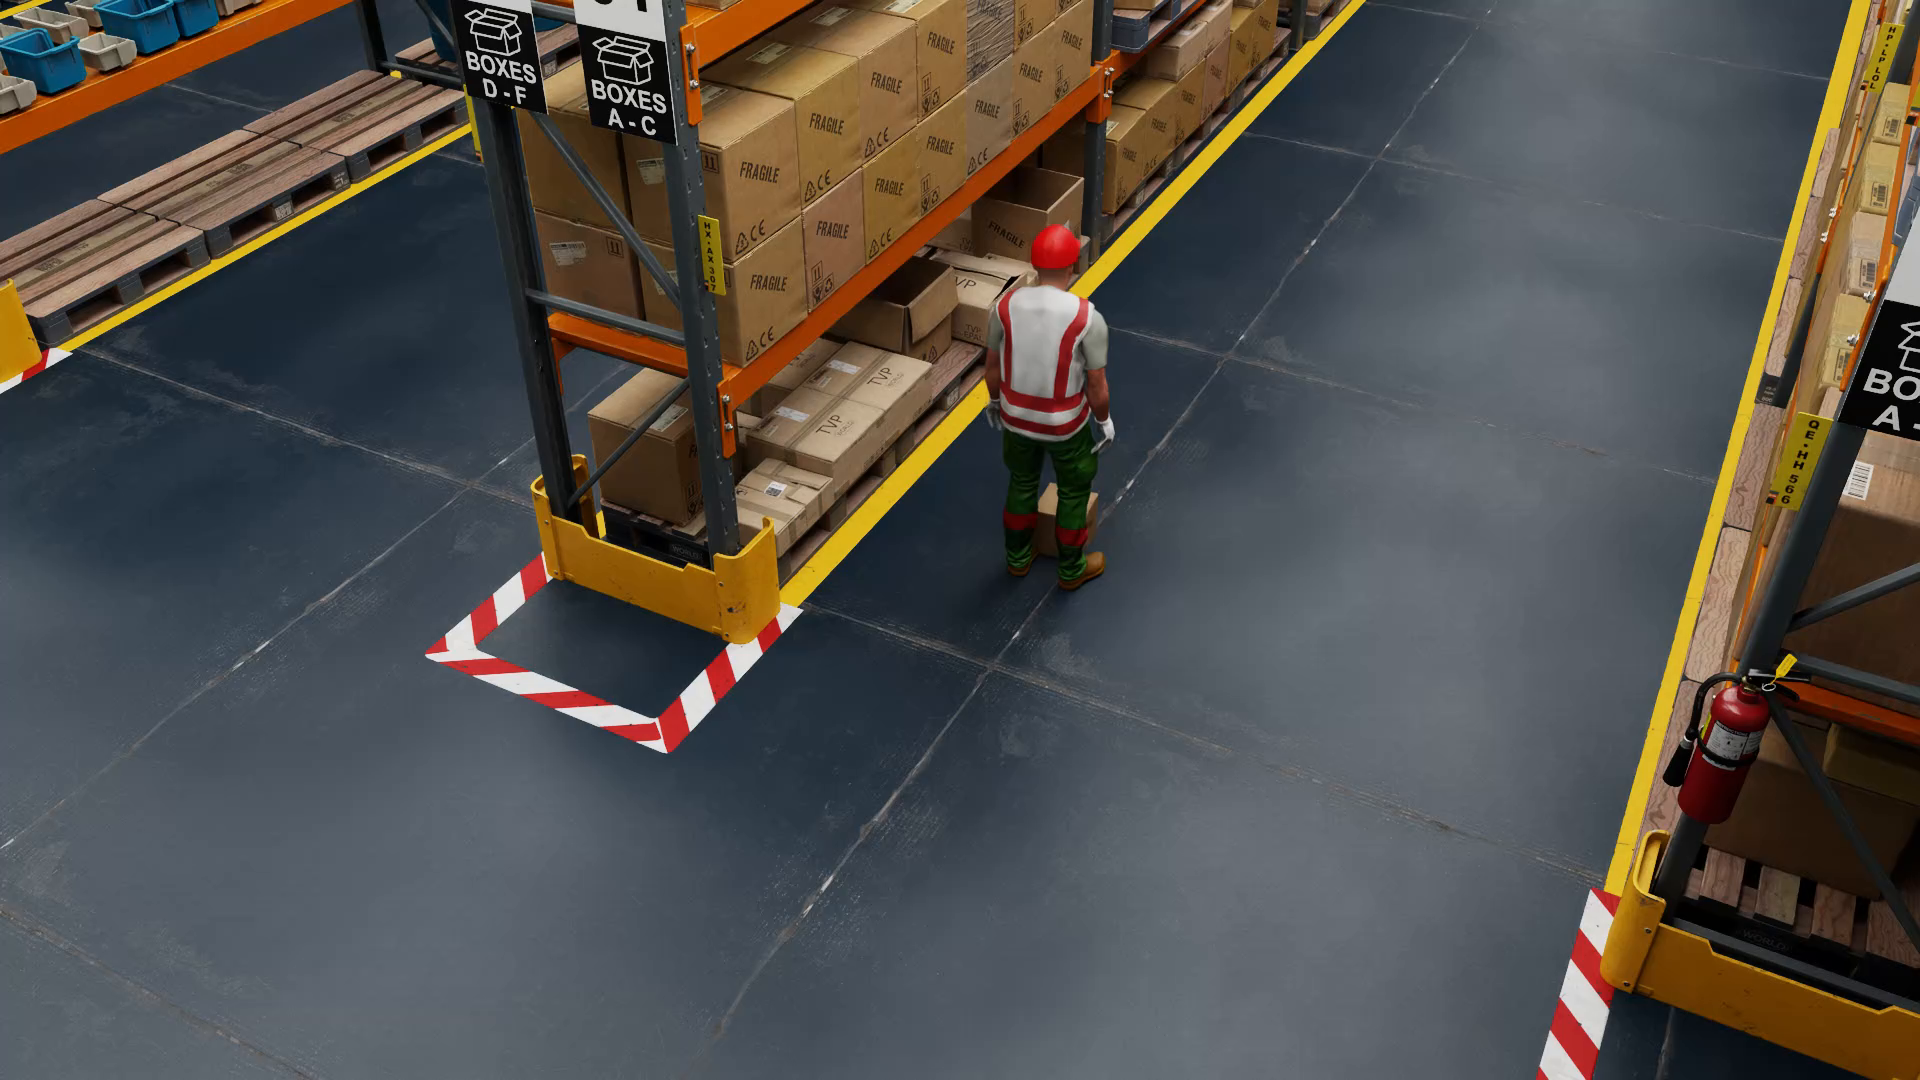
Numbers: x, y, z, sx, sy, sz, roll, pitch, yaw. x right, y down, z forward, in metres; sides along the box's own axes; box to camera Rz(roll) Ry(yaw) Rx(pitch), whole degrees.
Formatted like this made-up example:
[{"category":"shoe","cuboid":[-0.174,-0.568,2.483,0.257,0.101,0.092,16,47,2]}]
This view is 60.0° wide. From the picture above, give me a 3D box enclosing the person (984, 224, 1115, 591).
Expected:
[{"category":"person","cuboid":[0.402,-0.568,7.475,0.611,1.778,0.451,15,40,19]}]
